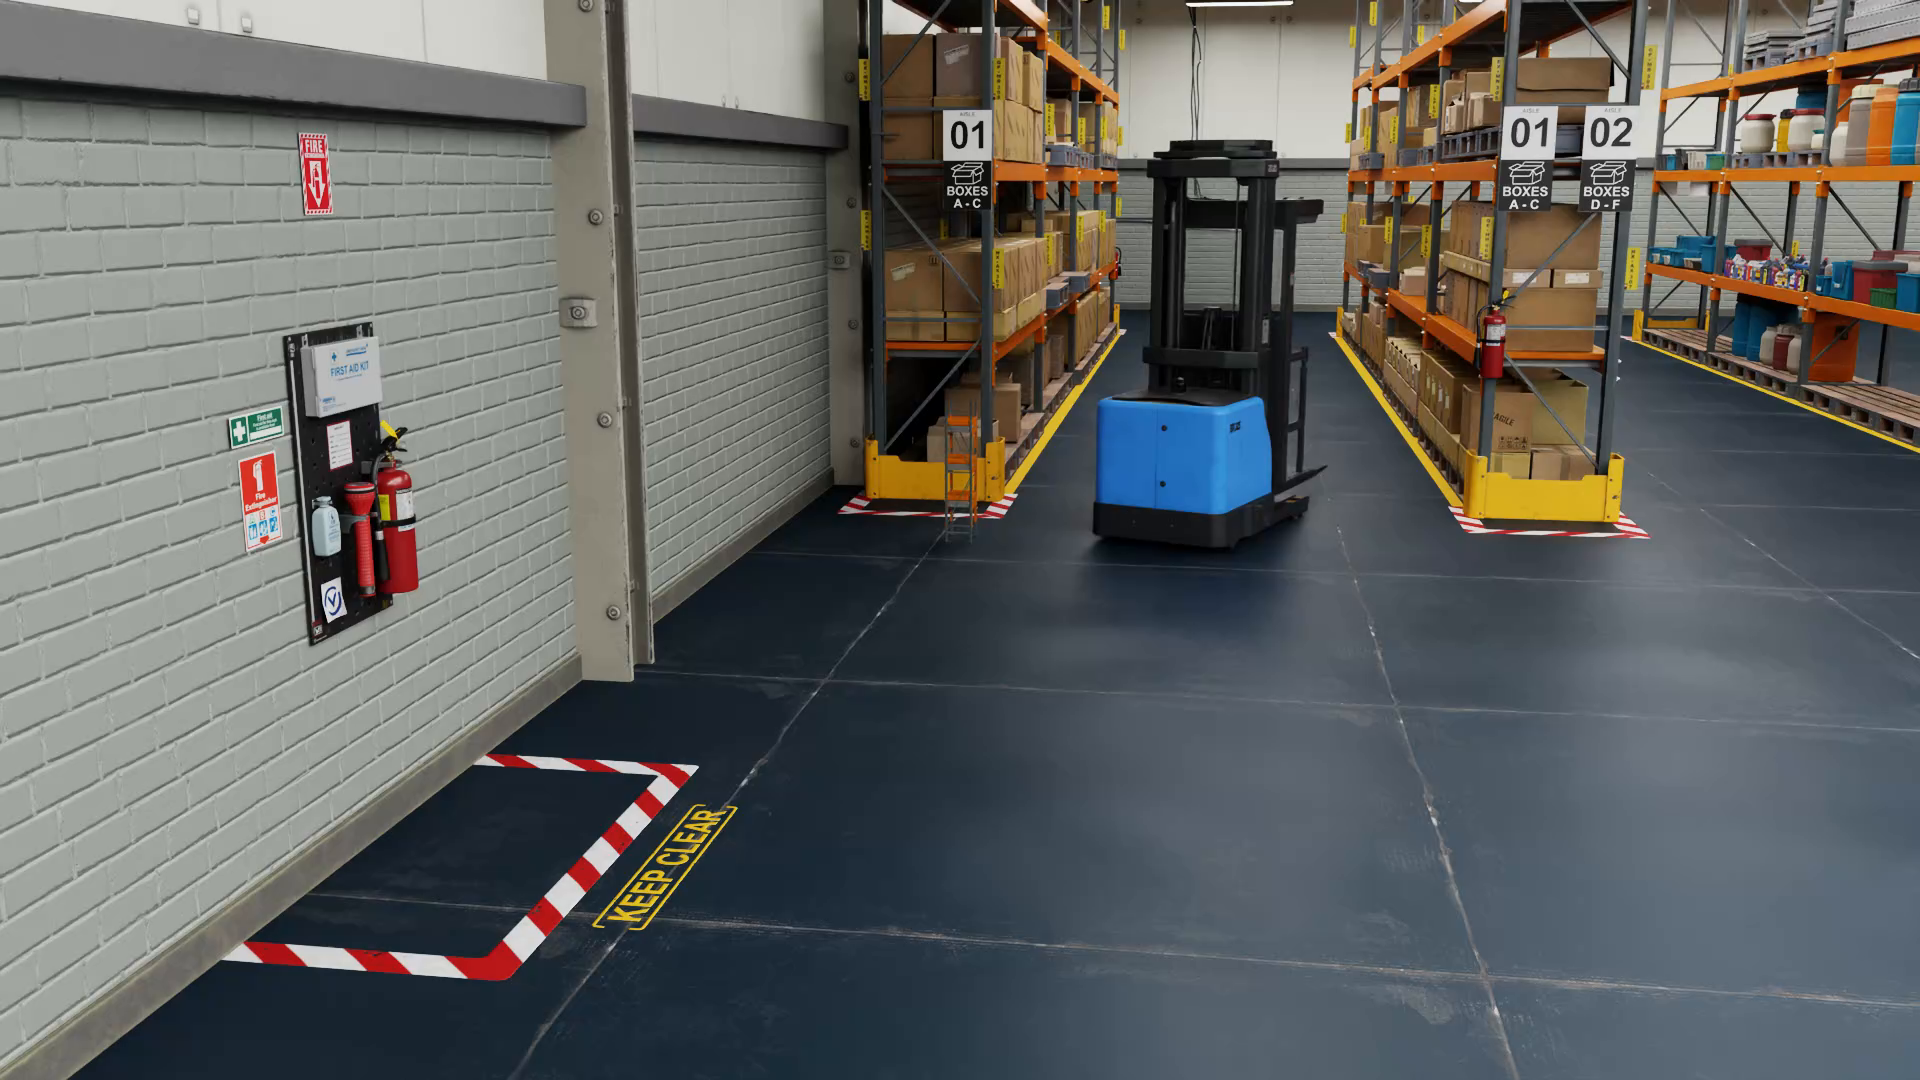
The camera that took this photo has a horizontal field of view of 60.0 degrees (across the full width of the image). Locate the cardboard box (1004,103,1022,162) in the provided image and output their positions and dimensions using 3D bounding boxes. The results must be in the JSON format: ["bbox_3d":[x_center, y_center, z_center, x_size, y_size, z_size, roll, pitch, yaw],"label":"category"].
[{"bbox_3d":[0.267,-3.630,14.811,0.500,0.500,0.500,2,12,11],"label":"cardboard box"}]

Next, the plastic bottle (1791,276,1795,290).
[{"bbox_3d":[10.506,-3.241,20.884,0.097,0.201,0.097,0,12,0],"label":"plastic bottle"}]

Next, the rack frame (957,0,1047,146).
[{"bbox_3d":[0.390,-5.590,17.070,1.000,3.000,0.127,2,12,9],"label":"rack frame"}]

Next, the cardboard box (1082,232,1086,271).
[{"bbox_3d":[1.422,-3.895,22.457,0.500,0.500,0.500,2,12,11],"label":"cardboard box"}]

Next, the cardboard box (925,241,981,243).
[{"bbox_3d":[-0.054,-2.658,16.235,0.500,0.500,0.500,2,12,10],"label":"cardboard box"}]

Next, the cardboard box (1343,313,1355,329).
[{"bbox_3d":[6.690,-3.658,27.830,0.500,0.250,0.500,2,12,9],"label":"cardboard box"}]

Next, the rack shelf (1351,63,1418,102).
[{"bbox_3d":[6.823,-7.158,26.065,1.077,0.370,4.000,2,12,9],"label":"rack shelf"}]

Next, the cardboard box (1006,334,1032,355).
[{"bbox_3d":[0.551,-2.262,18.980,0.500,0.250,0.500,2,12,7],"label":"cardboard box"}]

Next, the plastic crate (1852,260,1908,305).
[{"bbox_3d":[10.243,-2.873,18.555,0.402,0.464,0.583,2,12,9],"label":"plastic crate"}]

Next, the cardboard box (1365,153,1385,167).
[{"bbox_3d":[6.328,-5.665,24.898,0.500,0.250,0.500,2,12,9],"label":"cardboard box"}]

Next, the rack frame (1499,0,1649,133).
[{"bbox_3d":[4.670,-4.597,12.465,1.000,3.000,0.127,2,12,9],"label":"rack frame"}]

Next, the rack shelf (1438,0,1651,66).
[{"bbox_3d":[4.978,-4.466,14.515,1.077,0.370,4.000,2,12,9],"label":"rack shelf"}]

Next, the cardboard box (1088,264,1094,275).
[{"bbox_3d":[1.766,-3.967,24.330,0.380,0.149,0.250,2,12,9],"label":"cardboard box"}]

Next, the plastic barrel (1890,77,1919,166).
[{"bbox_3d":[10.244,-4.433,17.631,0.600,0.901,0.708,2,12,9],"label":"plastic barrel"}]

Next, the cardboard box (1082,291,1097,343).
[{"bbox_3d":[1.649,-3.337,24.965,0.750,0.750,0.750,2,12,9],"label":"cardboard box"}]

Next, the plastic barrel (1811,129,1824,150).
[{"bbox_3d":[10.814,-5.001,20.789,0.301,0.262,0.301,0,12,0],"label":"plastic barrel"}]

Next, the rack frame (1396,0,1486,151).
[{"bbox_3d":[5.900,-6.263,20.193,1.000,3.000,0.127,2,12,9],"label":"rack frame"}]

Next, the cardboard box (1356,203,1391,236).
[{"bbox_3d":[6.491,-5.026,26.082,0.500,0.500,0.500,2,12,9],"label":"cardboard box"}]

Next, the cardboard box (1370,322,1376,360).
[{"bbox_3d":[5.967,-2.743,22.988,0.500,0.500,0.500,1,12,7],"label":"cardboard box"}]

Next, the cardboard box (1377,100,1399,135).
[{"bbox_3d":[6.553,-6.269,24.732,0.700,0.500,0.500,2,12,9],"label":"cardboard box"}]

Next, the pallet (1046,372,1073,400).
[{"bbox_3d":[0.884,-1.964,21.105,1.003,0.211,1.213,2,12,9],"label":"pallet"}]

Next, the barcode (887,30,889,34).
[{"bbox_3d":[-0.610,-4.286,14.105,0.001,0.075,0.075,2,12,9],"label":"barcode"}]

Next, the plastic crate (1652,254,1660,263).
[{"bbox_3d":[11.530,-4.630,27.339,0.250,0.136,0.298,2,12,9],"label":"plastic crate"}]

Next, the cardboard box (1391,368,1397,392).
[{"bbox_3d":[5.379,-1.879,19.620,0.500,0.250,0.500,2,12,7],"label":"cardboard box"}]

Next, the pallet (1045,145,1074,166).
[{"bbox_3d":[0.590,-4.157,17.986,1.213,0.211,1.003,2,12,9],"label":"pallet"}]

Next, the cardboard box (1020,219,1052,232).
[{"bbox_3d":[0.947,-3.930,20.790,0.380,0.149,0.250,0,12,-1],"label":"cardboard box"}]

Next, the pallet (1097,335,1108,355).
[{"bbox_3d":[1.815,-3.115,26.446,1.003,0.211,1.213,2,12,9],"label":"pallet"}]

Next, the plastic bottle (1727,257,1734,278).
[{"bbox_3d":[10.911,-3.854,23.534,0.061,0.283,0.133,2,12,9],"label":"plastic bottle"}]

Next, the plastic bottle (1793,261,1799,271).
[{"bbox_3d":[11.408,-3.665,22.685,0.097,0.271,0.097,0,12,0],"label":"plastic bottle"}]

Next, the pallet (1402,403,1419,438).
[{"bbox_3d":[5.360,-1.289,17.972,1.003,0.211,1.213,2,12,9],"label":"pallet"}]

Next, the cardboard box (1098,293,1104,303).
[{"bbox_3d":[2.150,-3.949,27.095,0.380,0.149,0.250,2,12,7],"label":"cardboard box"}]

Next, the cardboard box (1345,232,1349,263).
[{"bbox_3d":[6.802,-4.960,28.153,0.500,0.500,0.500,2,12,10],"label":"cardboard box"}]

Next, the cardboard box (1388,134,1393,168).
[{"bbox_3d":[6.013,-5.043,21.417,0.910,0.500,0.500,2,12,9],"label":"cardboard box"}]

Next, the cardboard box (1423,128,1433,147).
[{"bbox_3d":[5.886,-4.832,20.034,0.500,0.250,0.500,1,12,4],"label":"cardboard box"}]

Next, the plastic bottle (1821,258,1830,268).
[{"bbox_3d":[11.422,-3.546,21.944,0.144,0.351,0.185,2,12,9],"label":"plastic bottle"}]

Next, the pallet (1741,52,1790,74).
[{"bbox_3d":[11.313,-6.473,22.566,1.003,0.211,1.213,2,12,9],"label":"pallet"}]

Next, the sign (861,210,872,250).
[{"bbox_3d":[-0.771,-2.567,13.786,0.100,0.325,0.005,2,12,9],"label":"sign"}]

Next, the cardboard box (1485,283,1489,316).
[{"bbox_3d":[4.831,-1.920,14.044,0.700,0.500,0.500,2,12,10],"label":"cardboard box"}]

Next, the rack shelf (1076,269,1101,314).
[{"bbox_3d":[1.313,-3.554,23.574,1.077,0.370,4.000,2,12,9],"label":"rack shelf"}]

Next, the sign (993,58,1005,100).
[{"bbox_3d":[0.311,-3.700,13.349,0.100,0.325,0.005,2,12,9],"label":"sign"}]

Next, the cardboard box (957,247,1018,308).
[{"bbox_3d":[0.231,-2.320,14.665,0.500,0.500,0.500,2,12,9],"label":"cardboard box"}]

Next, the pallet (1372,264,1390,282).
[{"bbox_3d":[6.195,-3.641,22.724,1.003,0.211,1.213,2,12,9],"label":"pallet"}]

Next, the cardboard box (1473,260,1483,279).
[{"bbox_3d":[4.738,-2.386,14.667,0.380,0.149,0.250,2,12,10],"label":"cardboard box"}]

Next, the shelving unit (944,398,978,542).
[{"bbox_3d":[0.008,-0.524,12.434,0.215,1.050,0.252,2,12,9],"label":"shelving unit"}]

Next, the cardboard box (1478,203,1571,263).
[{"bbox_3d":[4.915,-2.670,14.446,0.700,0.500,0.500,2,12,9],"label":"cardboard box"}]

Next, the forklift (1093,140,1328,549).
[{"bbox_3d":[2.161,-1.631,13.104,1.130,2.935,3.031,7,14,29],"label":"forklift"}]

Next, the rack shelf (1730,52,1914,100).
[{"bbox_3d":[11.102,-5.971,21.494,1.077,0.370,4.000,2,12,9],"label":"rack shelf"}]

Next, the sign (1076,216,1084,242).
[{"bbox_3d":[1.543,-4.001,21.380,0.100,0.325,0.005,2,12,9],"label":"sign"}]

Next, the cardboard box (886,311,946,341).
[{"bbox_3d":[-0.345,-1.864,14.333,0.500,0.250,0.500,2,12,9],"label":"cardboard box"}]

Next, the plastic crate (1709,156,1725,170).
[{"bbox_3d":[11.176,-5.462,24.101,0.450,0.188,0.662,2,12,9],"label":"plastic crate"}]

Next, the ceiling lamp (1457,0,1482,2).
[{"bbox_3d":[10.015,-11.258,29.518,2.000,3.185,0.800,2,12,9],"label":"ceiling lamp"}]

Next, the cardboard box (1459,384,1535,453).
[{"bbox_3d":[4.459,-1.014,13.827,0.500,0.500,0.500,2,12,9],"label":"cardboard box"}]

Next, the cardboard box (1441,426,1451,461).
[{"bbox_3d":[4.601,-0.856,14.873,0.500,0.250,0.500,2,12,9],"label":"cardboard box"}]

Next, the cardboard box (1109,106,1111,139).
[{"bbox_3d":[2.151,-6.686,26.618,0.500,0.500,0.500,2,12,9],"label":"cardboard box"}]

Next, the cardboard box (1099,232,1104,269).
[{"bbox_3d":[1.720,-4.581,25.920,0.980,0.700,0.700,2,12,10],"label":"cardboard box"}]

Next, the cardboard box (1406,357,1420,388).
[{"bbox_3d":[5.138,-1.835,18.085,0.500,0.311,0.500,2,12,10],"label":"cardboard box"}]

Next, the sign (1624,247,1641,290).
[{"bbox_3d":[5.218,-2.107,12.909,0.100,0.325,0.005,2,12,9],"label":"sign"}]
